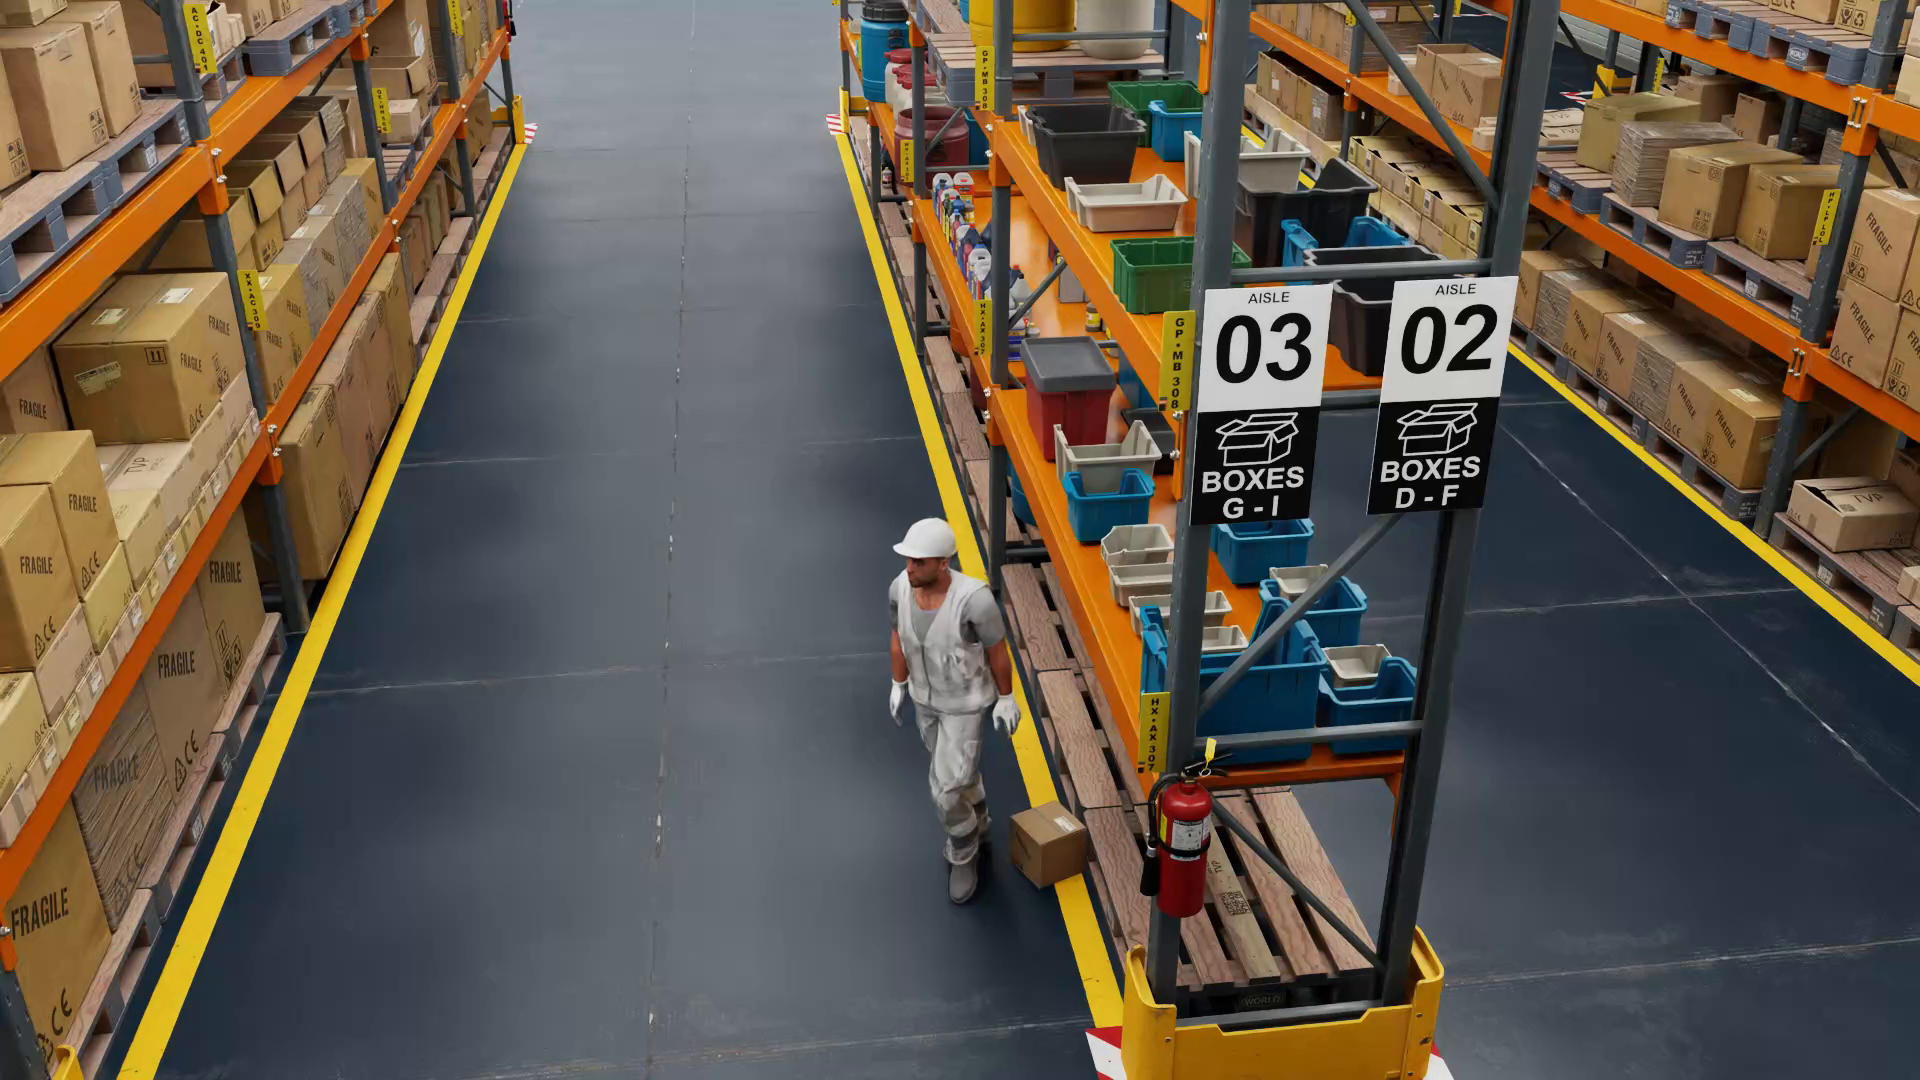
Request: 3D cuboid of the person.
[{"bbox_3d":[-0.041,0.689,7.211,0.578,1.783,0.544,20,33,34],"label":"person"}]
